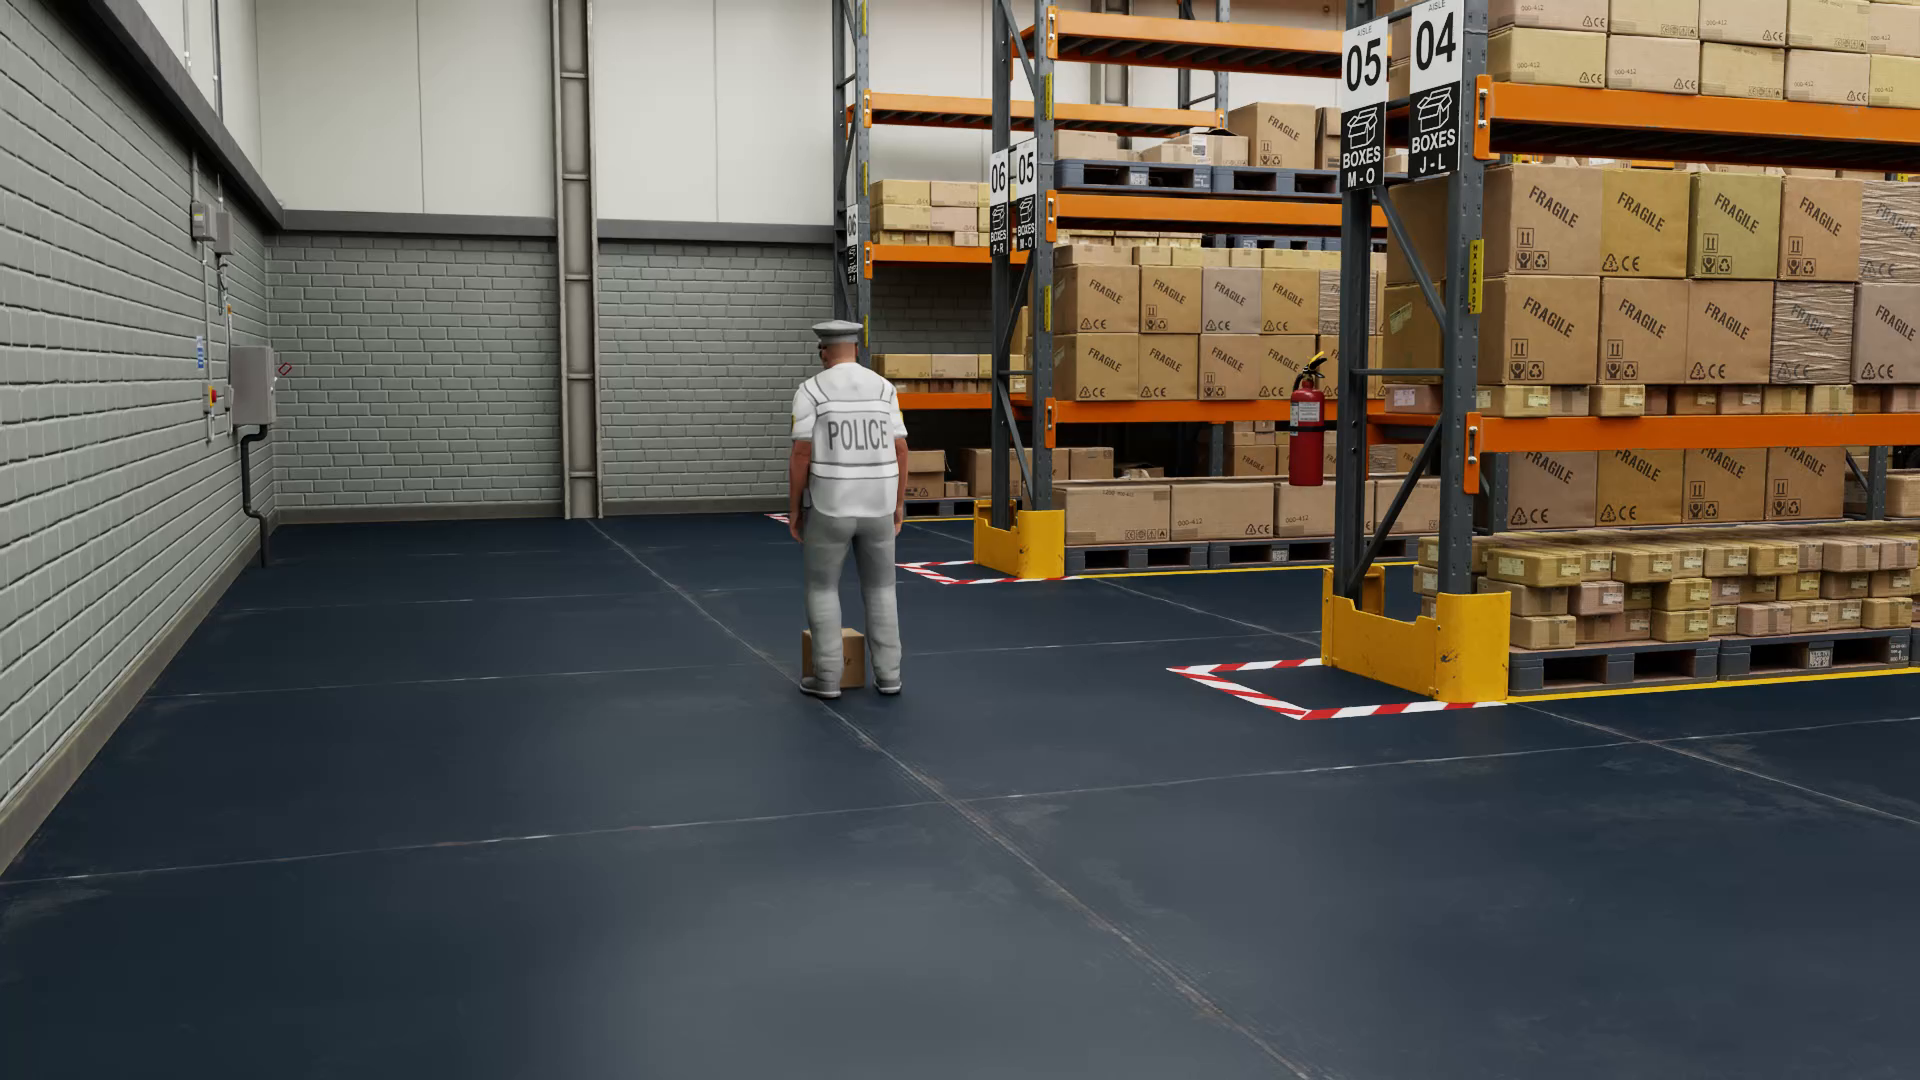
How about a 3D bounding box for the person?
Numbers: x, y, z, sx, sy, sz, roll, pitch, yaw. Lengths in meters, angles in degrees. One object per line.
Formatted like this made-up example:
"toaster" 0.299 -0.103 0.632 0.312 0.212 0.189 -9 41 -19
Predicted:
"person" -0.516 -0.145 7.737 0.582 1.747 0.439 -2 6 -21
